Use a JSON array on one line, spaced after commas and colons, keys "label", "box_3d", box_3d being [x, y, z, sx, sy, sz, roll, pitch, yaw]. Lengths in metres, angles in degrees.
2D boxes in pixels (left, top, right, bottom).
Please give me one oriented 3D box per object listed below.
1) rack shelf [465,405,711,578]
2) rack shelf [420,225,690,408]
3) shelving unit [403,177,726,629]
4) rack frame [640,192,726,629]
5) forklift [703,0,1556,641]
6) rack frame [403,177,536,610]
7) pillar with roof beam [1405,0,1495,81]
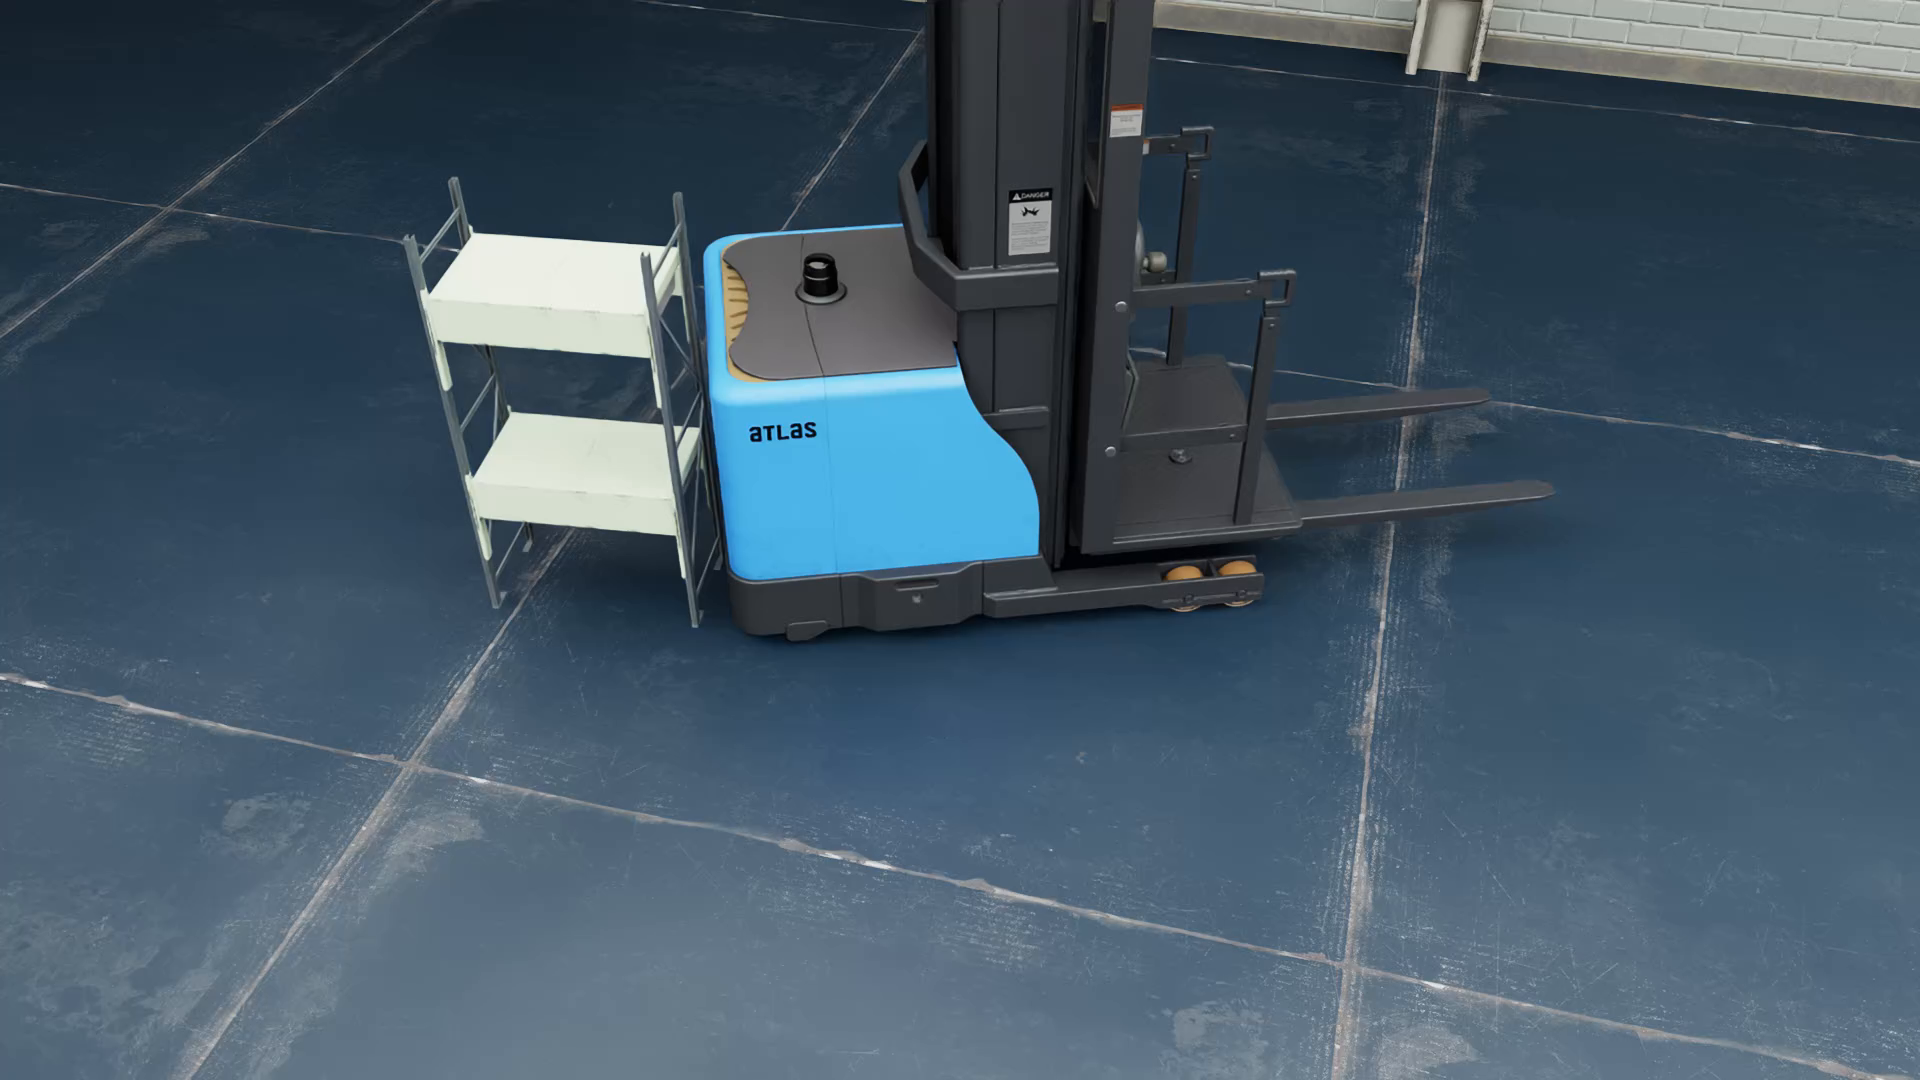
[{"label": "rack shelf", "box_3d": [-1.272, -0.172, 5.795, 0.720, 0.370, 0.431, 5, 40, 6]}, {"label": "rack shelf", "box_3d": [-1.272, -0.720, 5.334, 0.720, 0.370, 0.431, 5, 40, 6]}, {"label": "shelving unit", "box_3d": [-1.272, -0.421, 5.585, 0.755, 1.500, 0.431, 5, 40, 6]}, {"label": "rack frame", "box_3d": [-0.909, -0.389, 5.547, 0.023, 1.500, 0.400, 5, 40, 6]}, {"label": "forklift", "box_3d": [0.645, -1.199, 5.399, 3.031, 2.935, 1.130, -5, 40, -6]}, {"label": "rack frame", "box_3d": [-1.634, -0.454, 5.624, 0.023, 1.500, 0.400, 5, 40, 6]}, {"label": "pillar with roof beam", "box_3d": [1.631, -3.467, 3.381, 0.400, 9.000, 9.100, 10, 41, 11]}]
